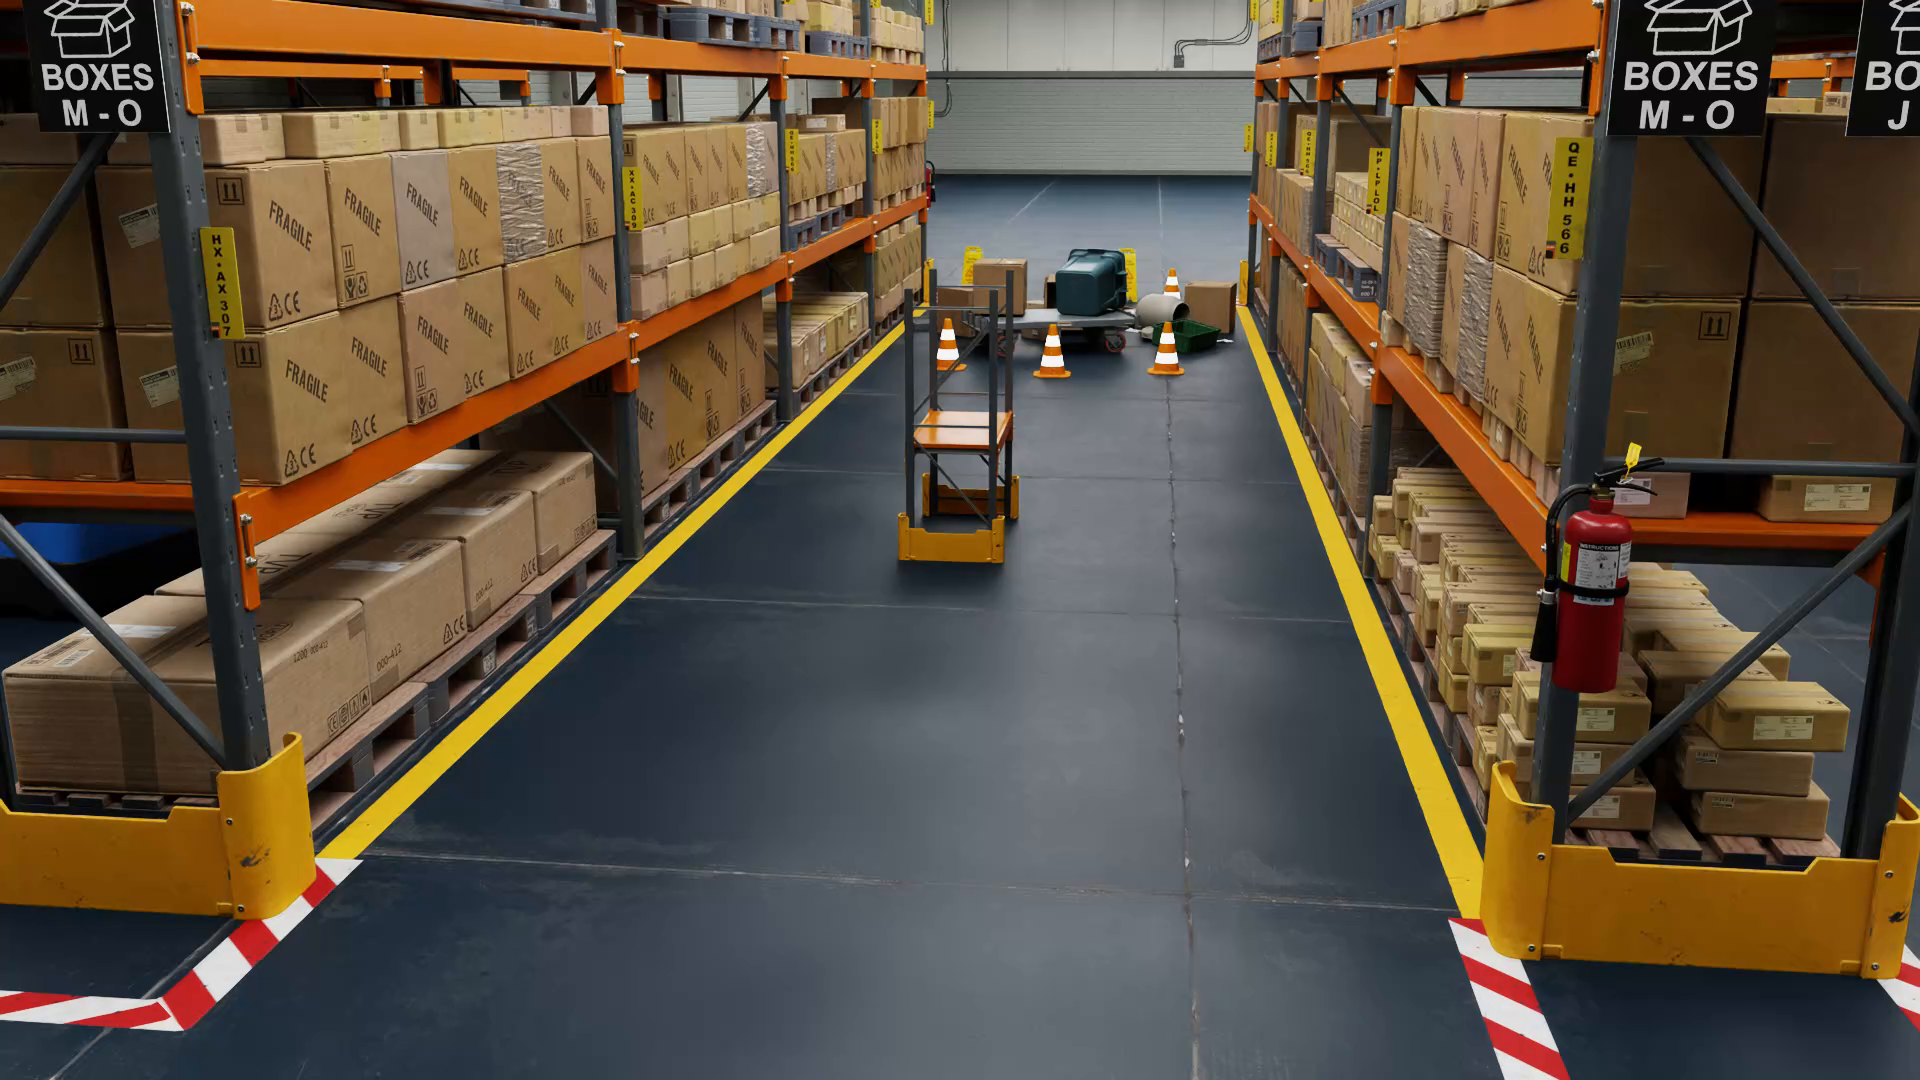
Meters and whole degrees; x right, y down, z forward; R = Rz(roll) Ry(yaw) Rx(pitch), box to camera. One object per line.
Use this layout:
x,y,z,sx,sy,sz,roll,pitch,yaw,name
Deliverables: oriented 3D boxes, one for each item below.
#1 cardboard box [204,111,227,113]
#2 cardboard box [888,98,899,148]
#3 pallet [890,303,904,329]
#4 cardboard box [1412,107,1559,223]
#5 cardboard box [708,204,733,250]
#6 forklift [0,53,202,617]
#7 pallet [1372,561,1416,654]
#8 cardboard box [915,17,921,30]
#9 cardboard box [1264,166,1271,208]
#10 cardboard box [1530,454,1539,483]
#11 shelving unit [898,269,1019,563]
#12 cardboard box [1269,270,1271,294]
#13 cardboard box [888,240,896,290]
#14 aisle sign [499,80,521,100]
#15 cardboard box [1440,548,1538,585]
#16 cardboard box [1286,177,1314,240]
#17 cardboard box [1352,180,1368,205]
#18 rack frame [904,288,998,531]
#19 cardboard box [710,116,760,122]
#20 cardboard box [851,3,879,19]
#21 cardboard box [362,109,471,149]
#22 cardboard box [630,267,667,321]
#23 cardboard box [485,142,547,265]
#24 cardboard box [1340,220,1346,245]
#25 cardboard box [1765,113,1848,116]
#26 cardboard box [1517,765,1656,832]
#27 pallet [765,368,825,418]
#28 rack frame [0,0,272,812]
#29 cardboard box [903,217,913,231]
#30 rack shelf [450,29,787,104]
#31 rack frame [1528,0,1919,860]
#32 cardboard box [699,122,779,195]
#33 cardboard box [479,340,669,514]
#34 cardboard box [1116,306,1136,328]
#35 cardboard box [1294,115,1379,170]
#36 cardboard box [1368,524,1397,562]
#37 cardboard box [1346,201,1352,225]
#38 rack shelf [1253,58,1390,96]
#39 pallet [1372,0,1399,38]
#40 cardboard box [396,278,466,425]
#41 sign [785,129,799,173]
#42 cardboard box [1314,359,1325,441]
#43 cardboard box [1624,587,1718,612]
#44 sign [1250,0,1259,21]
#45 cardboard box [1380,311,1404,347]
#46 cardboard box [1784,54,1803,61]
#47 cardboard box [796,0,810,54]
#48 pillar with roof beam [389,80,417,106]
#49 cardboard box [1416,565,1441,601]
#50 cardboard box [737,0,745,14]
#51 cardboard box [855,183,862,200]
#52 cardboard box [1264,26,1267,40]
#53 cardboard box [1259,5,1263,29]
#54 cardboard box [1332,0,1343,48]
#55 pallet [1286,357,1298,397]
-2.860,-1.459,5.962,0.380,0.149,0.250,2,15,8,cardboard box
-1.023,-4.342,17.298,0.700,0.500,0.500,2,15,7,cardboard box
-1.191,-2.575,18.780,1.003,0.211,1.213,2,15,6,pallet
2.323,-1.664,7.391,0.500,0.500,0.500,1,15,5,cardboard box
-1.771,-2.026,10.736,0.500,0.250,0.500,1,15,5,cardboard box
-5.515,-1.253,8.681,3.031,2.935,1.130,5,16,19,forklift
2.619,0.287,8.195,1.003,0.211,1.213,2,15,6,pallet
-0.661,-6.081,19.612,0.380,0.149,0.250,2,15,7,cardboard box
3.770,-3.898,18.042,0.875,0.550,0.500,2,15,6,cardboard box
2.030,-0.232,5.253,0.380,0.149,0.250,2,15,6,cardboard box
0.009,-0.744,9.539,0.587,1.500,1.083,2,15,6,shelving unit
3.801,-2.881,17.835,0.875,0.875,0.875,2,15,7,cardboard box
-0.984,-2.950,17.852,0.500,0.500,0.500,2,15,9,cardboard box
-5.549,-5.874,20.660,0.394,0.787,0.004,2,15,6,aisle sign
2.213,0.140,6.915,0.380,0.149,0.250,2,15,7,cardboard box
3.063,-2.836,14.214,0.500,0.500,0.500,2,15,7,cardboard box
2.748,-2.254,10.787,0.380,0.149,0.250,2,15,9,cardboard box
-0.048,-0.614,9.061,0.500,1.500,0.032,2,15,6,rack frame
-1.914,-3.531,14.166,0.380,0.149,0.250,1,15,4,cardboard box
-1.007,-5.212,16.398,0.380,0.149,0.250,1,15,5,cardboard box
-2.189,-1.645,6.650,0.380,0.149,0.250,1,15,5,cardboard box
-1.958,-1.387,9.334,0.500,0.250,0.500,1,15,5,cardboard box
-2.162,-1.490,7.320,0.500,0.500,0.500,2,15,7,cardboard box
2.800,-2.103,11.370,0.380,0.149,0.250,2,15,9,cardboard box
2.574,-1.111,5.346,0.500,0.500,0.500,2,15,8,cardboard box
2.061,0.834,5.487,0.380,0.149,0.250,2,15,7,cardboard box
-1.729,-1.248,13.871,1.003,0.211,1.213,2,15,6,pallet
-2.721,-0.316,5.085,1.000,3.000,0.127,2,15,6,rack frame
-0.753,-3.639,19.156,0.380,0.149,0.250,2,15,7,cardboard box
-2.044,-2.973,10.542,1.077,0.370,4.000,2,15,6,rack shelf
2.209,-0.197,4.642,1.000,3.000,0.127,2,15,6,rack frame
-1.617,-2.780,12.090,0.500,0.500,0.500,1,15,5,cardboard box
-2.280,-0.694,9.747,0.875,0.875,0.875,2,15,8,cardboard box
1.926,-2.489,18.358,0.396,0.266,0.258,4,16,16,cardboard box
3.512,-3.711,15.532,0.700,0.500,0.500,1,15,5,cardboard box
2.300,0.025,8.482,0.380,0.149,0.250,1,15,4,cardboard box
2.774,-2.172,11.054,0.380,0.149,0.250,2,15,7,cardboard box
3.788,-4.928,17.773,1.077,0.370,4.000,2,15,6,rack shelf
2.835,-2.748,8.692,1.213,0.211,1.003,2,15,6,pallet
-2.277,-0.744,6.475,0.500,0.500,0.500,2,15,6,cardboard box
-1.267,-2.934,12.549,0.100,0.325,0.005,2,15,6,sign
2.725,-0.961,11.454,0.500,0.500,0.500,2,15,7,cardboard box
2.659,0.289,6.365,0.380,0.149,0.250,2,15,8,cardboard box
3.463,-6.272,19.539,0.100,0.325,0.005,2,15,6,sign
2.303,-1.049,8.276,0.380,0.149,0.250,2,15,8,cardboard box
8.341,-4.773,16.109,0.500,0.250,0.500,2,15,8,cardboard box
-1.675,-4.285,13.819,0.797,0.503,0.637,2,15,6,cardboard box
-2.545,-7.226,19.147,9.100,9.000,0.400,2,15,6,pillar with roof beam
2.191,0.217,7.199,0.380,0.149,0.250,2,15,6,cardboard box
-1.626,-3.609,10.970,0.396,0.266,0.258,1,15,5,cardboard box
-1.151,-3.368,16.049,0.380,0.149,0.250,2,15,7,cardboard box
3.543,-5.583,18.300,0.380,0.149,0.250,2,15,6,cardboard box
3.704,-5.999,19.075,0.500,0.250,0.500,2,15,6,cardboard box
2.733,-3.497,10.912,0.500,0.500,0.500,2,15,6,cardboard box
3.415,-1.443,14.594,1.003,0.211,1.213,2,15,6,pallet
